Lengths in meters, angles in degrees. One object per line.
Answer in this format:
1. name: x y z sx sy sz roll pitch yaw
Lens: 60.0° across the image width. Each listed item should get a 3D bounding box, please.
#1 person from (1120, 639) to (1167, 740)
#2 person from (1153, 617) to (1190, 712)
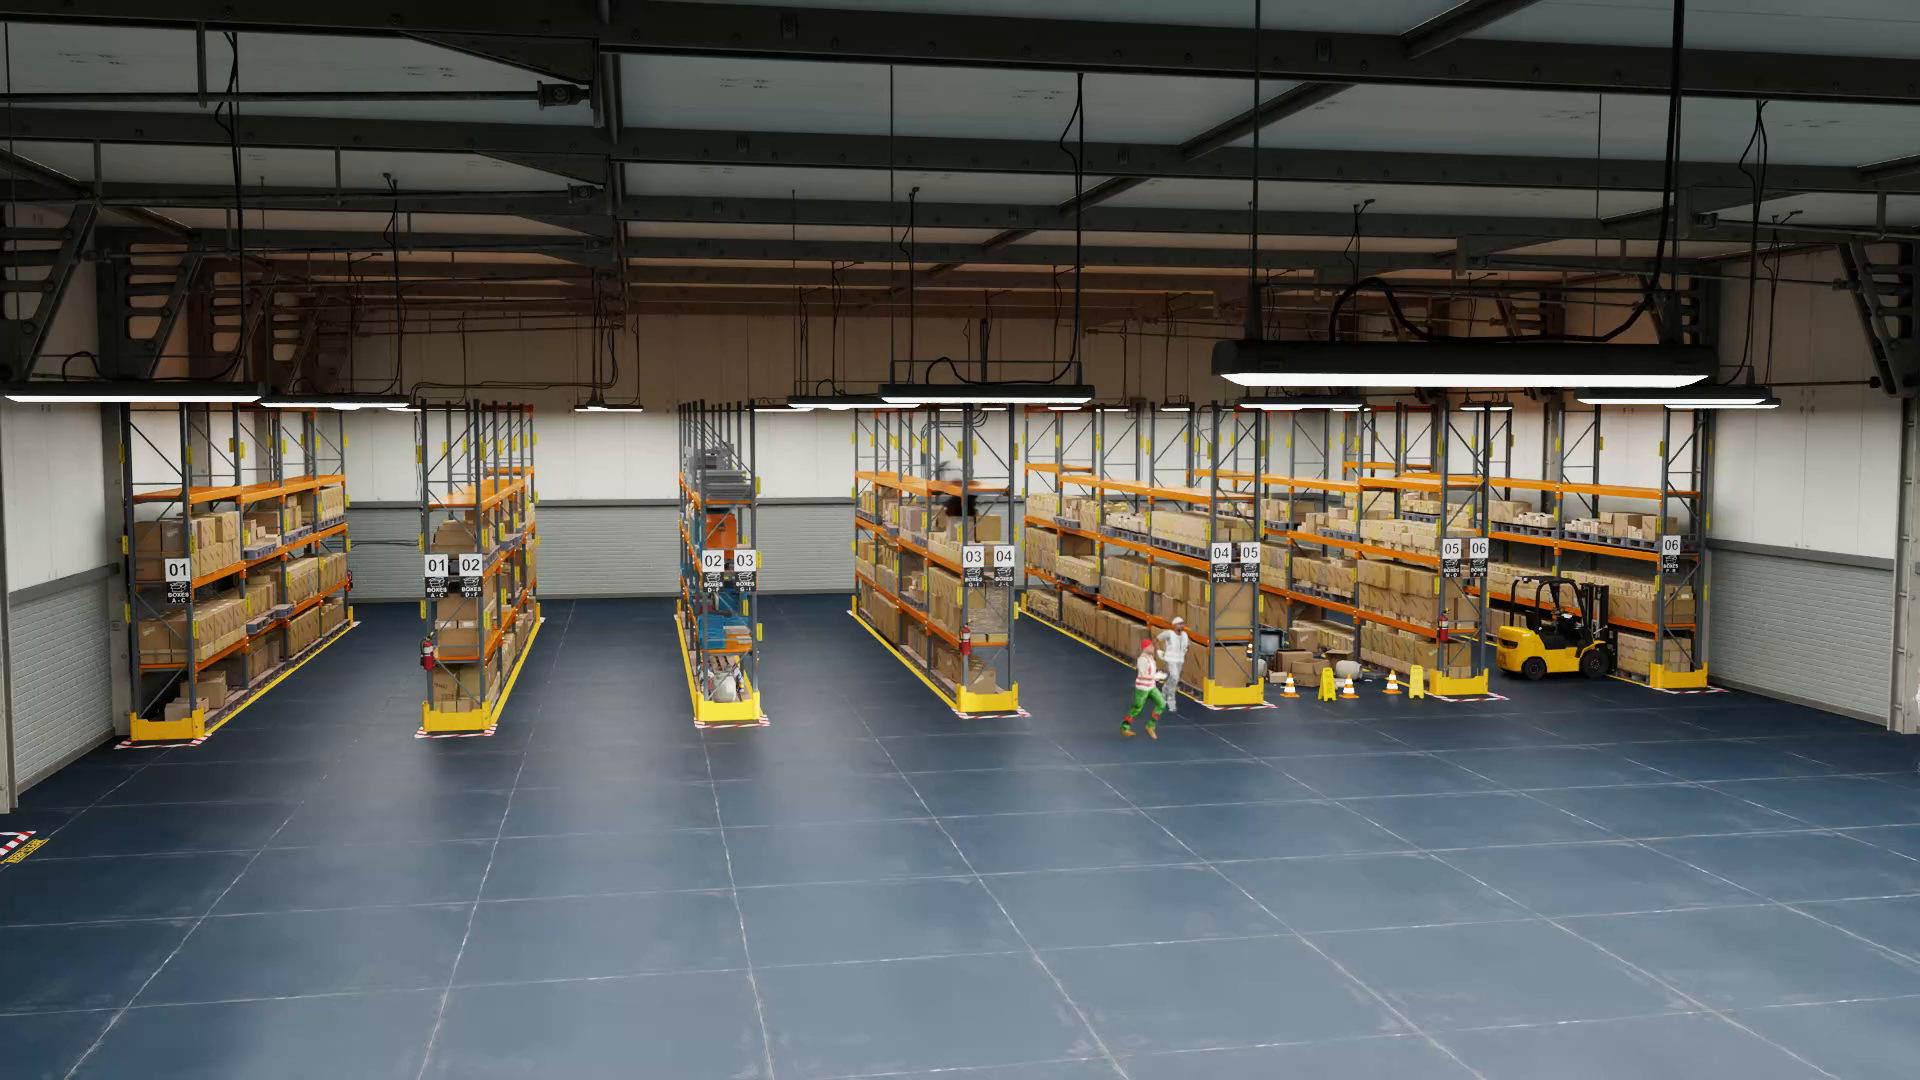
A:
1. person: 3.274 2.619 29.275 0.886 1.789 0.672 3 5 32
2. person: 4.180 2.411 32.489 0.688 1.826 0.765 -3 5 -34
